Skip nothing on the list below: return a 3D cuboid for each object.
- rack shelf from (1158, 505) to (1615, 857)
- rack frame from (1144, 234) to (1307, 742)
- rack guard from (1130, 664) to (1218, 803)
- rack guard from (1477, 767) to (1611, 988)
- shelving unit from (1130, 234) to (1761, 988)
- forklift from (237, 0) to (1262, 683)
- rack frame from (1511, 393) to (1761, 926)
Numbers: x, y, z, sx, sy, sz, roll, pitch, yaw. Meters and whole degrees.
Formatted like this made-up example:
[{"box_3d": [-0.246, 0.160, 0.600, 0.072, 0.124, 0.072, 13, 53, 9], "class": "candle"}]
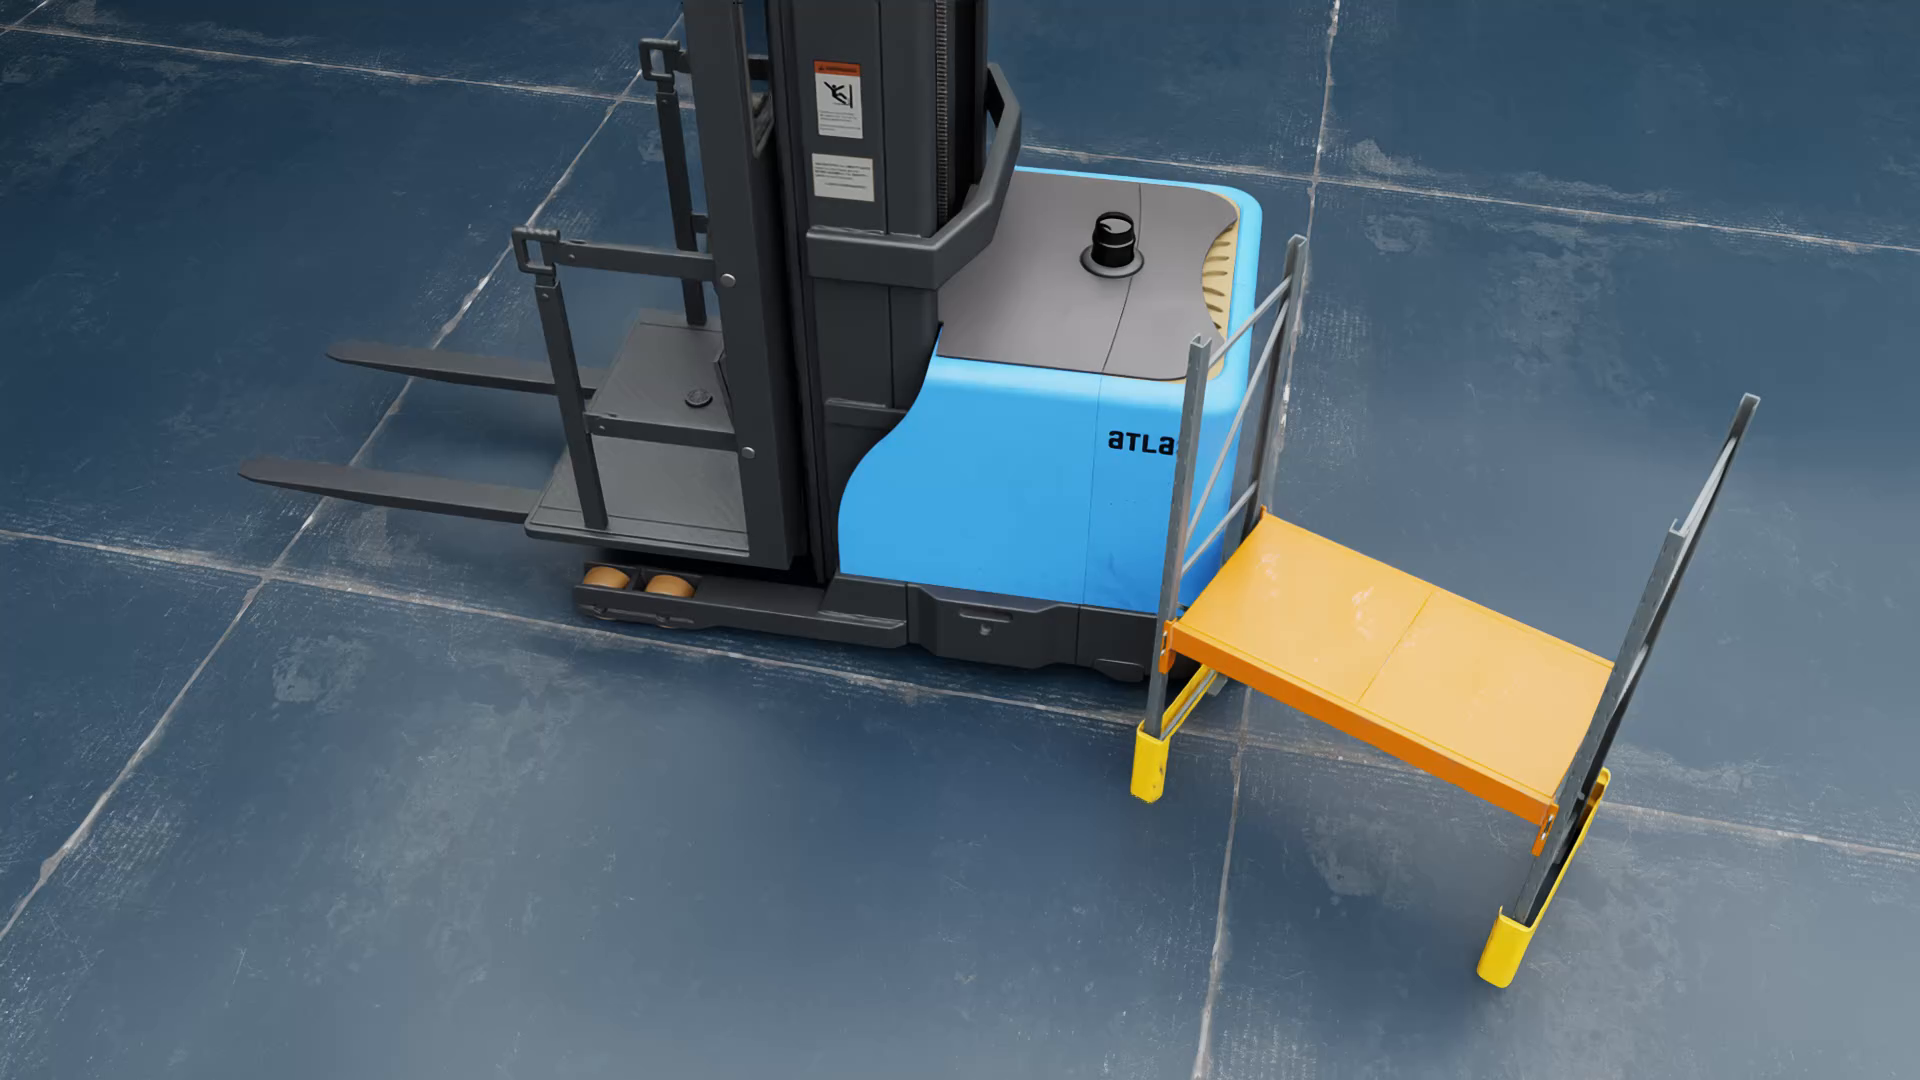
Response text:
[{"box_3d": [1.060, 0.316, 4.099, 1.000, 0.185, 0.538, 26, 49, 24], "class": "rack shelf"}, {"box_3d": [0.641, -0.014, 4.183, 0.032, 1.500, 0.500, 26, 49, 24], "class": "rack frame"}, {"box_3d": [0.657, 0.444, 4.608, 0.087, 0.250, 0.587, 26, 49, 24], "class": "rack guard"}, {"box_3d": [1.477, 0.837, 4.200, 0.087, 0.250, 0.587, 26, 49, 24], "class": "rack guard"}, {"box_3d": [1.067, 0.190, 3.971, 1.083, 1.500, 0.587, 26, 49, 24], "class": "shelving unit"}, {"box_3d": [-0.693, -1.144, 4.325, 3.031, 2.935, 1.130, 7, 44, 7], "class": "forklift"}, {"box_3d": [1.478, 0.387, 3.766, 0.032, 1.500, 0.500, 26, 49, 24], "class": "rack frame"}]
